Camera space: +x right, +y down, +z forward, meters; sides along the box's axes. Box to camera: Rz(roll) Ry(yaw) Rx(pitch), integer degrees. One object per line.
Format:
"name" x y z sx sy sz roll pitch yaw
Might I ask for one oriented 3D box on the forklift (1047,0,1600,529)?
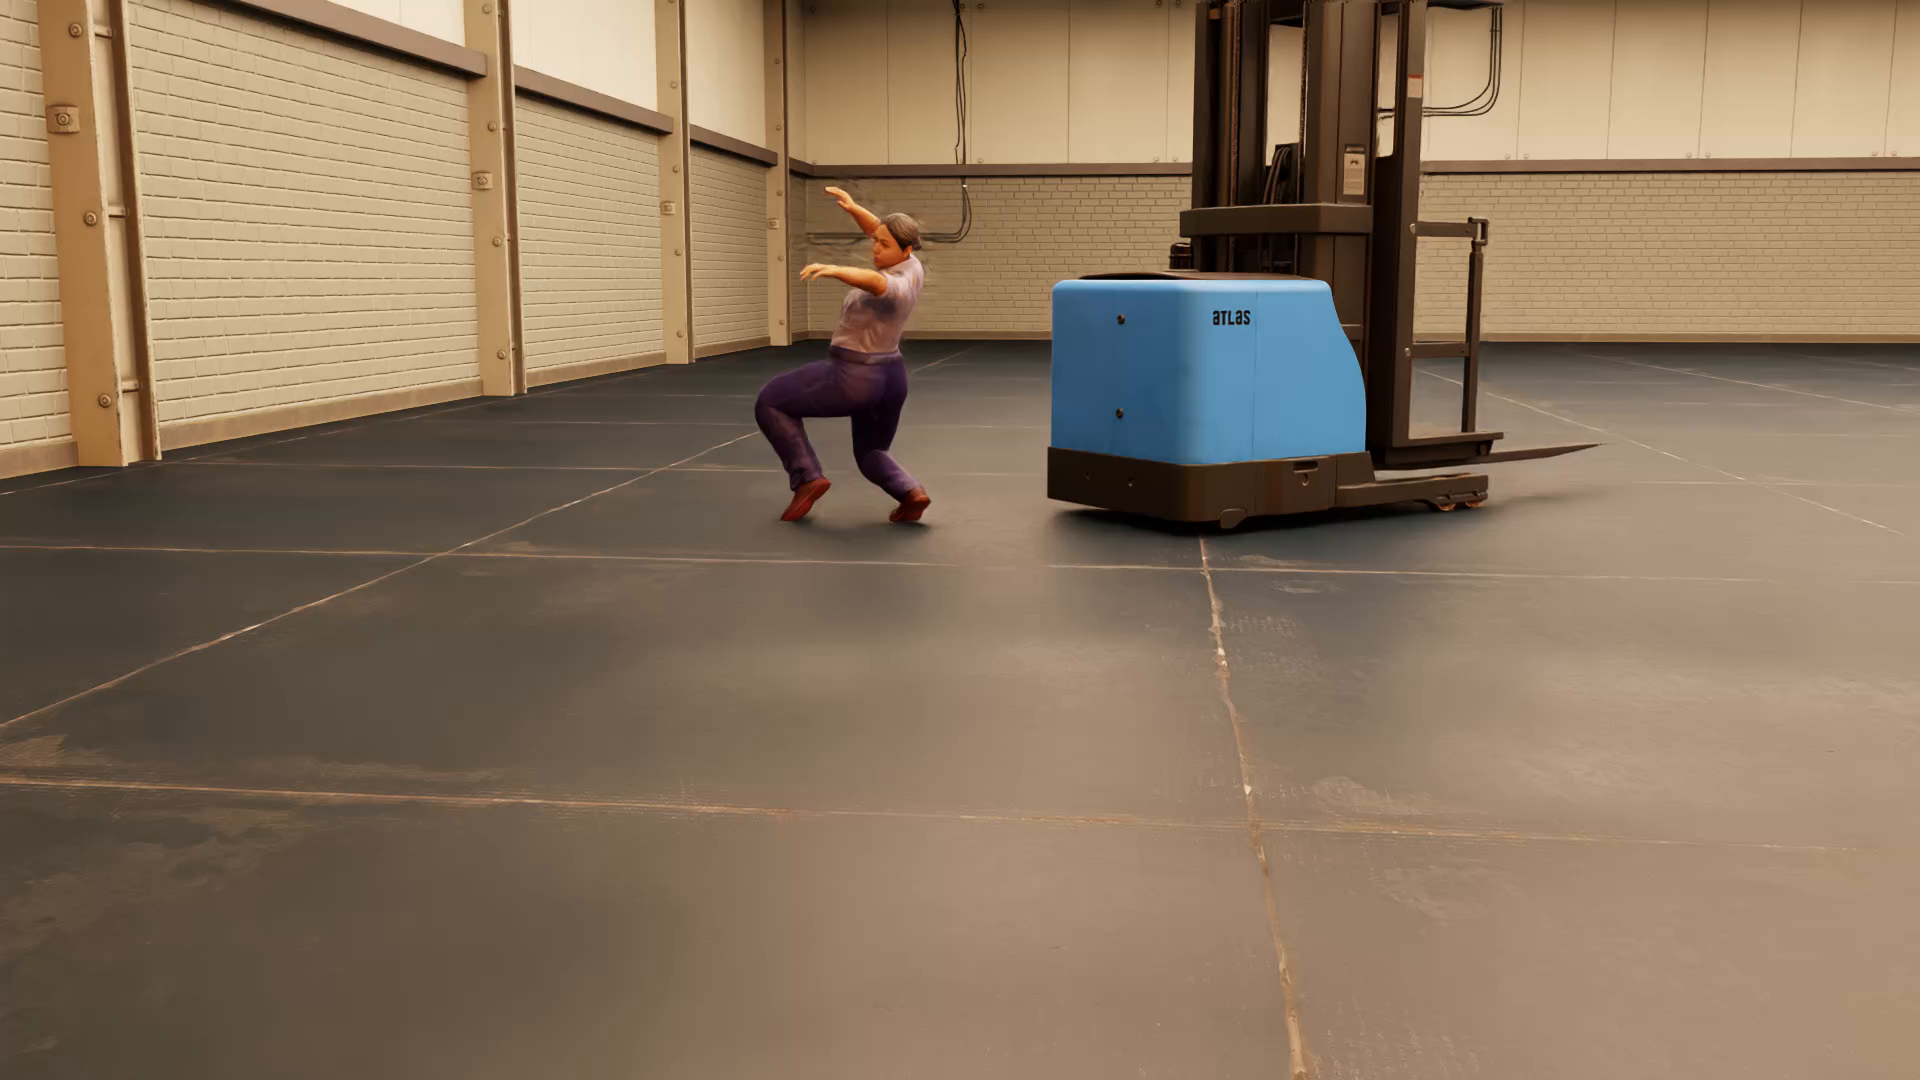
"forklift" 1.915 -1.644 7.974 3.031 2.935 1.130 -6 11 -33

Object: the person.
"person" -0.615 -0.767 7.207 0.815 1.509 1.021 5 10 31
